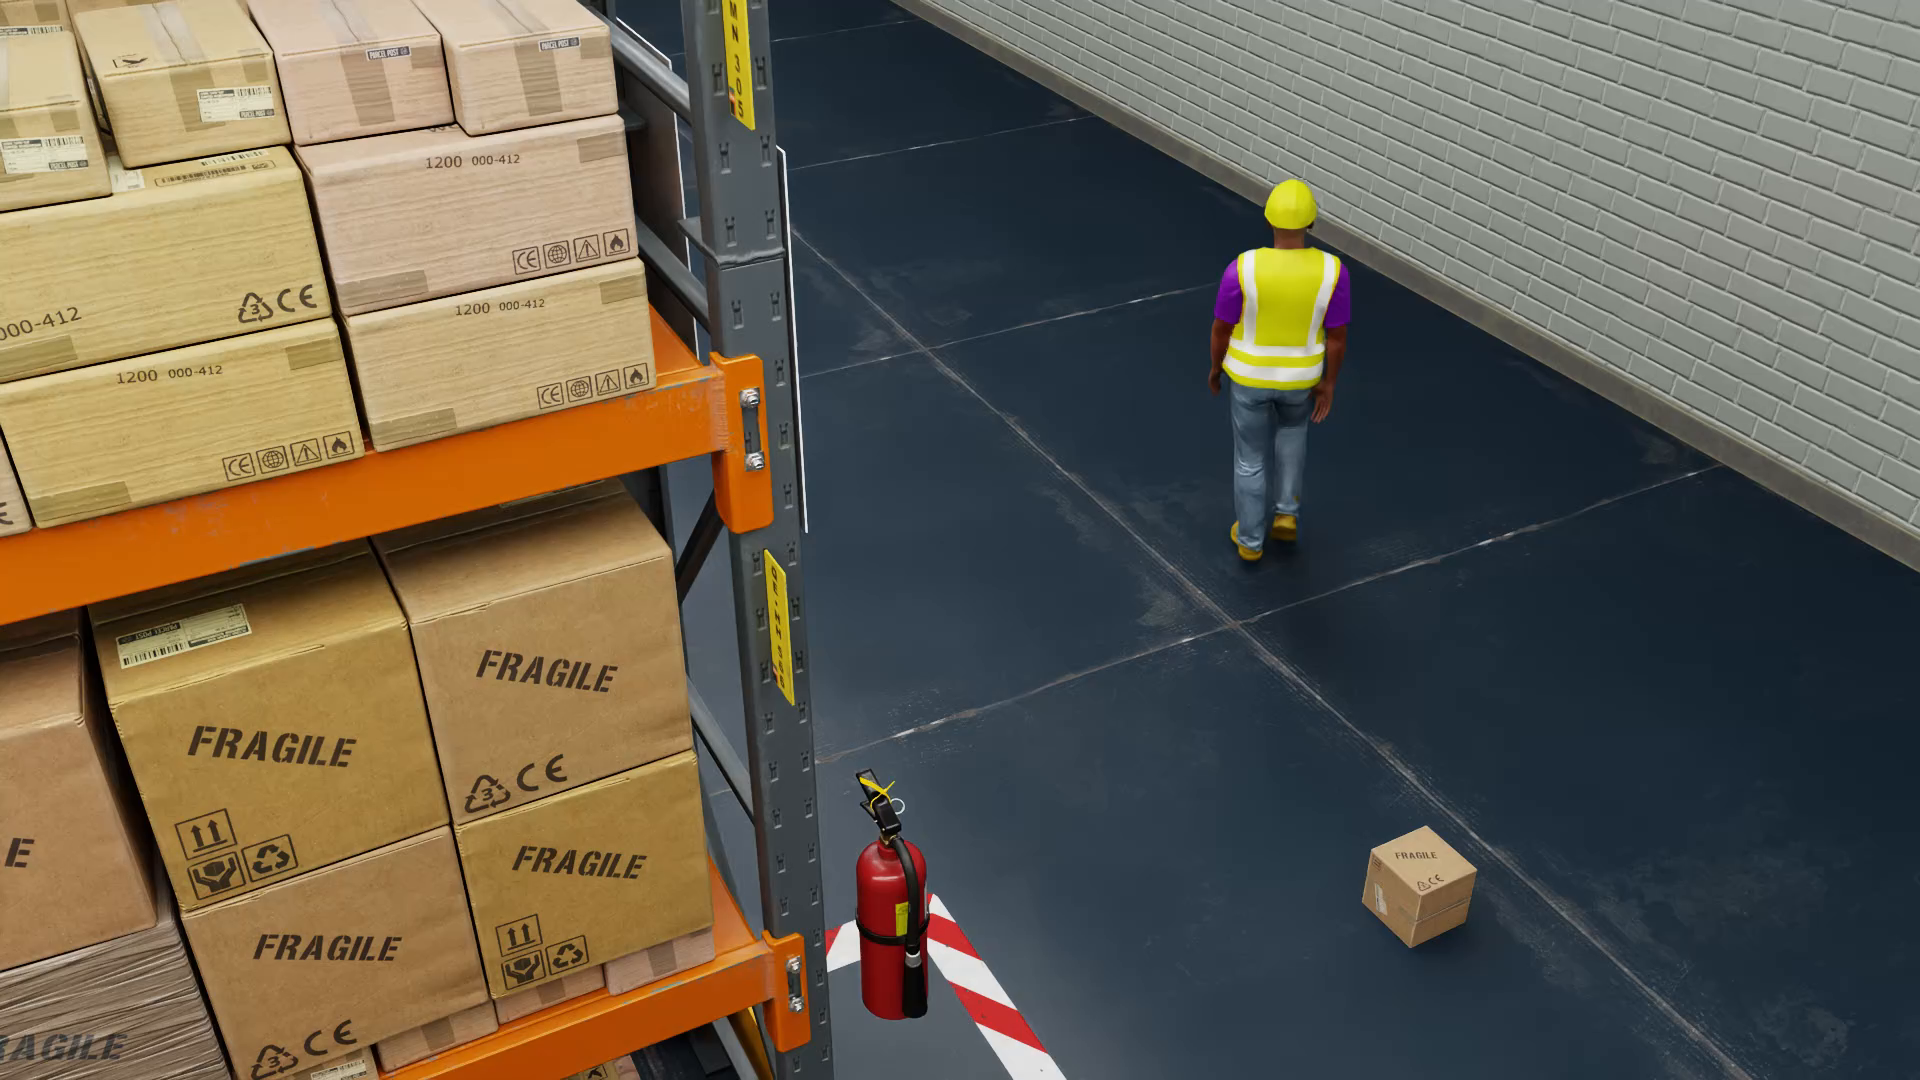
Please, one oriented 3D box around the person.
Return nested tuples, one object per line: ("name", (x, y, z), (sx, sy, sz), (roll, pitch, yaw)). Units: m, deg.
("person", (1.350, -0.732, 7.237), (0.563, 1.797, 0.461), (0, 33, 0))
